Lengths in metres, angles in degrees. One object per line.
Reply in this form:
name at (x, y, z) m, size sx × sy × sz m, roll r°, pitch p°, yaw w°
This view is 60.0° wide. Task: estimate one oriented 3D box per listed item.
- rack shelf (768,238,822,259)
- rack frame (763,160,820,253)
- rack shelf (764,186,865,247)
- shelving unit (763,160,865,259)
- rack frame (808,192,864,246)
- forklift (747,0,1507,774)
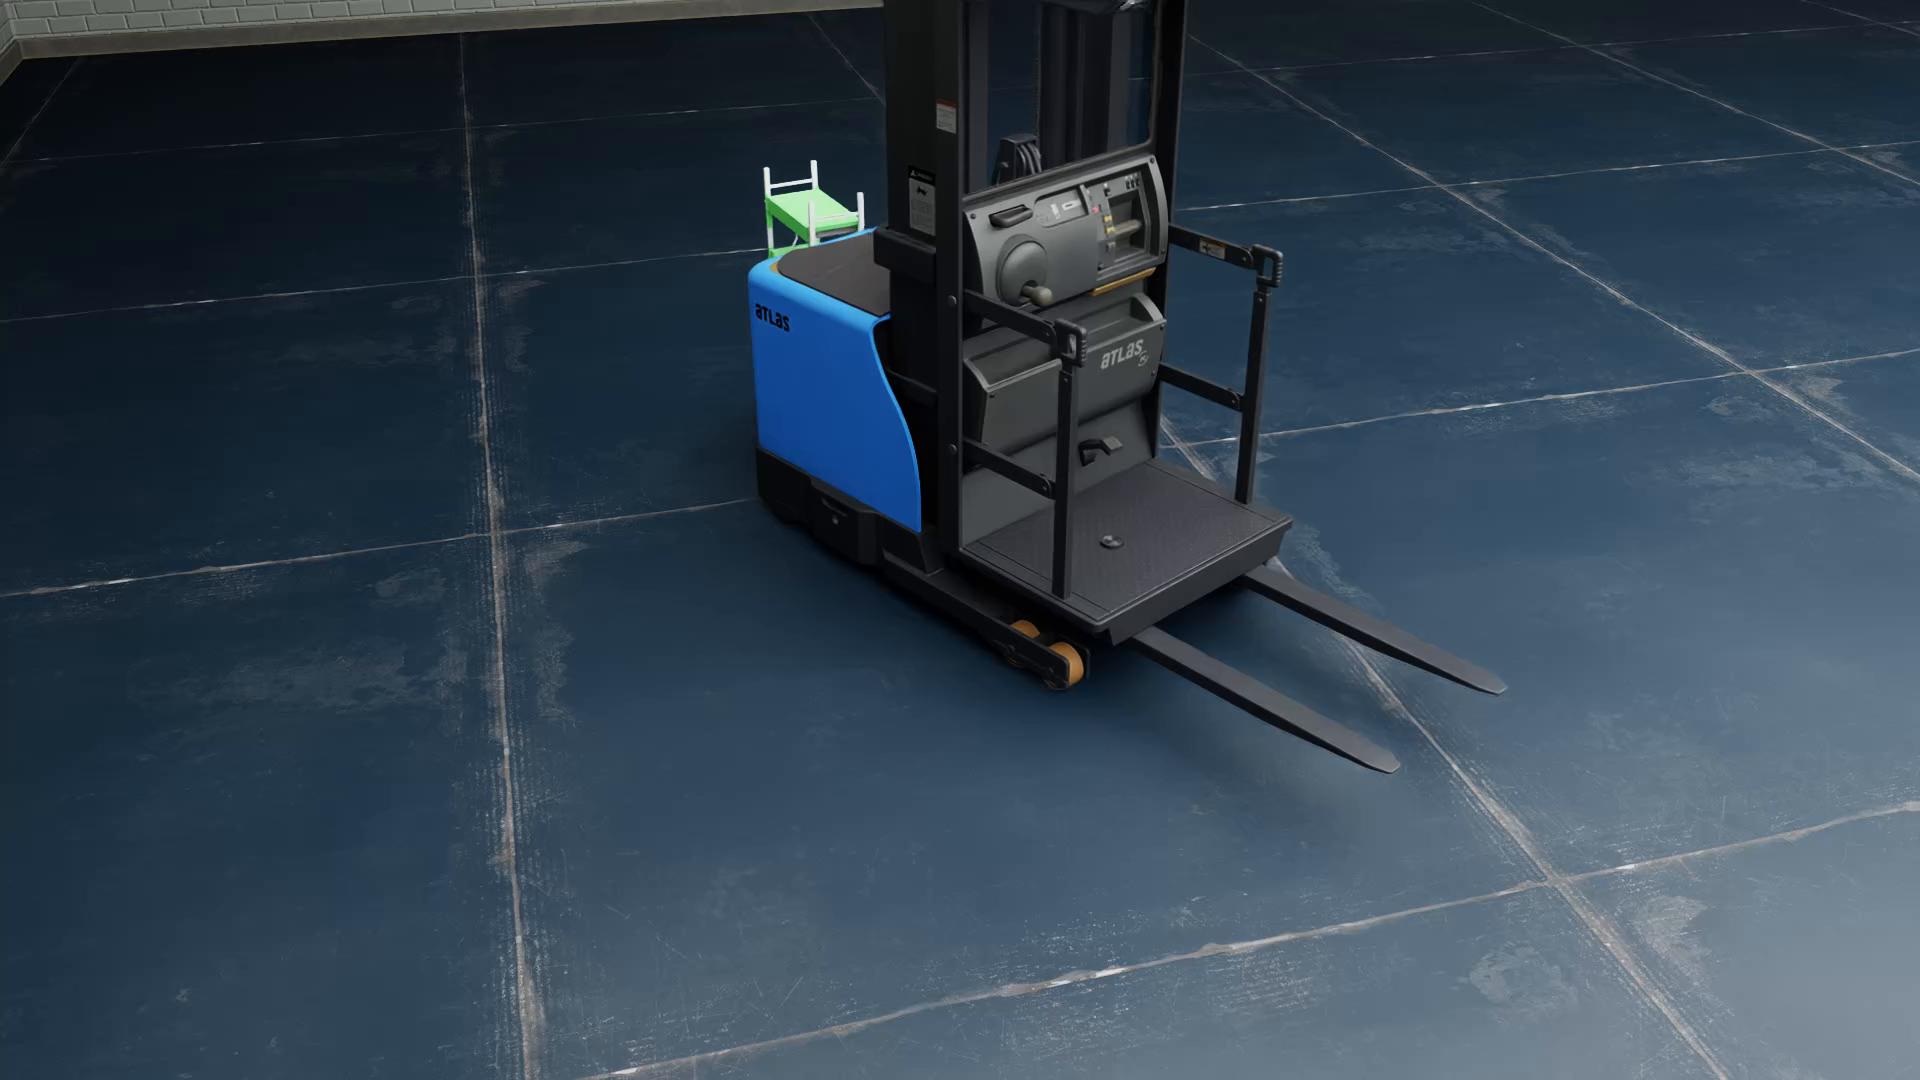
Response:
rack shelf at (-0.618, -1.137, 7.166) m, size 0.258 × 0.148 × 0.480 m, roll -14°, pitch 33°, yaw -23°
rack frame at (-0.730, -1.093, 7.441) m, size 0.240 × 1.200 × 0.015 m, roll -14°, pitch 33°, yaw -23°
rack shelf at (-0.618, -1.345, 7.045) m, size 0.258 × 0.148 × 0.480 m, roll -14°, pitch 33°, yaw -23°
shelving unit at (-0.618, -0.985, 7.254) m, size 0.258 × 1.200 × 0.503 m, roll -14°, pitch 33°, yaw -23°
rack frame at (-0.506, -0.876, 7.066) m, size 0.240 × 1.200 × 0.015 m, roll -14°, pitch 33°, yaw -23°
forklift at (0.528, -1.032, 5.608) m, size 1.130 × 2.935 × 3.031 m, roll -25°, pitch 38°, yaw -36°
